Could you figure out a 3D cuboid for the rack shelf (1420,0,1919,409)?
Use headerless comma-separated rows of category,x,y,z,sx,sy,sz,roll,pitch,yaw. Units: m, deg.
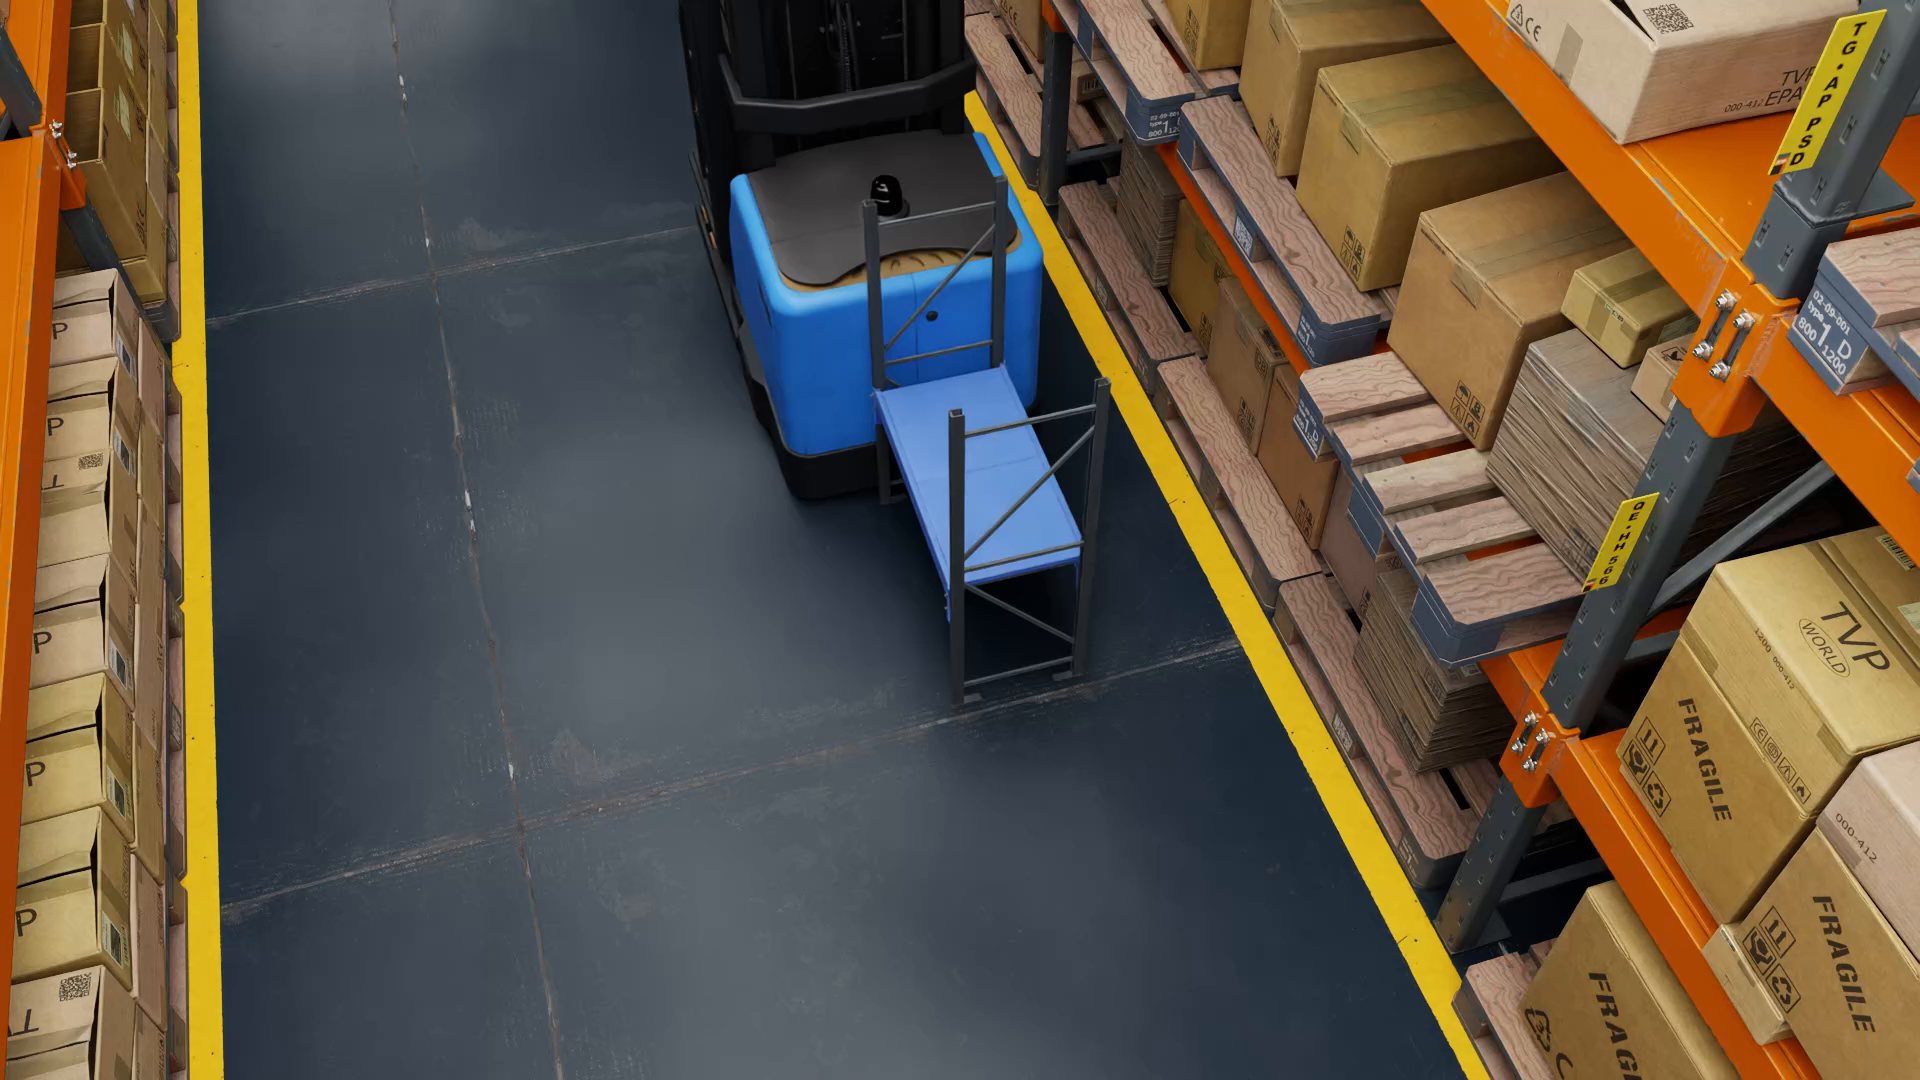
rack shelf,1.459,-1.969,4.746,1.077,0.370,4.000,-13,51,-11

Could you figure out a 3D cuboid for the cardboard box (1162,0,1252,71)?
cardboard box,1.144,-2.079,5.978,0.700,0.500,0.500,-9,50,-7

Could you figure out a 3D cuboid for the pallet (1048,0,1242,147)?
pallet,0.955,-2.042,6.424,1.003,0.211,1.213,-13,51,-11

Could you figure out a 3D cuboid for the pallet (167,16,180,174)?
pallet,-4.423,-2.156,8.219,1.003,0.211,1.213,-13,51,-11

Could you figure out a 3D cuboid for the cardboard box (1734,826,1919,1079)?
cardboard box,2.096,0.890,3.555,0.500,0.500,0.500,-12,51,-10

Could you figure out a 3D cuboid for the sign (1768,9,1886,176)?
sign,1.532,-0.785,2.940,0.100,0.325,0.005,-13,51,-11

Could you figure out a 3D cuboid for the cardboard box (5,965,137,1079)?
cardboard box,-2.555,1.471,4.495,0.500,0.311,0.500,-12,51,-10

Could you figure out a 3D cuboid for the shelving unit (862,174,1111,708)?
shelving unit,0.064,-0.314,5.824,0.538,1.500,1.048,-13,51,-11

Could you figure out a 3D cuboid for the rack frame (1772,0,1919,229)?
rack frame,2.051,-1.707,2.093,1.000,3.000,0.127,-13,51,-11

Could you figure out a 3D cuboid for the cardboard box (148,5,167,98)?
cardboard box,-4.150,-2.325,8.061,0.500,0.250,0.500,-13,51,-11

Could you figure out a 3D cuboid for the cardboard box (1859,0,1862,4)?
cardboard box,2.057,-1.356,3.681,0.500,0.500,0.500,-13,51,-11

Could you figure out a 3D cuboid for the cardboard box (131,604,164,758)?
cardboard box,-3.015,0.532,5.653,0.500,0.250,0.500,-12,51,-10

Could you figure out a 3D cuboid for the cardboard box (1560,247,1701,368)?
cardboard box,1.811,-0.633,4.334,0.380,0.149,0.250,-21,53,-17

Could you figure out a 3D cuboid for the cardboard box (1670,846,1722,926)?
cardboard box,1.993,0.780,4.071,0.380,0.149,0.250,-13,51,-10

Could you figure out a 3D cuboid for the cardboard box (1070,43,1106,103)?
cardboard box,0.681,-2.307,8.088,0.380,0.166,0.250,-19,53,-16

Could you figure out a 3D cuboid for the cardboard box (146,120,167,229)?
cardboard box,-3.854,-1.594,7.446,0.500,0.250,0.500,-13,51,-11

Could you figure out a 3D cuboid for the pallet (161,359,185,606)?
pallet,-3.608,-0.144,6.523,1.003,0.211,1.213,-13,51,-11

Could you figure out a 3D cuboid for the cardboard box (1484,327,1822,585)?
cardboard box,1.902,-0.288,4.468,0.700,0.500,0.500,-19,52,-15

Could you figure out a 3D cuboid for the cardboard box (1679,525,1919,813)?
cardboard box,1.947,0.262,3.594,0.500,0.250,0.500,-12,51,-10

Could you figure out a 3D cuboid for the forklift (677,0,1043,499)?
forklift,-0.588,-2.265,6.532,1.130,2.935,3.031,-13,51,-11

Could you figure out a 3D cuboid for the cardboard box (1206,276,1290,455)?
cardboard box,1.414,-0.749,6.556,0.700,0.500,0.500,-13,51,-11

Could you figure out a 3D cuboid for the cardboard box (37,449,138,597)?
cardboard box,-3.165,-0.027,5.758,0.500,0.311,0.500,-13,51,-11

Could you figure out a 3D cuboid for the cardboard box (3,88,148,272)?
cardboard box,-3.701,-1.472,6.852,0.500,0.500,0.500,-13,51,-11

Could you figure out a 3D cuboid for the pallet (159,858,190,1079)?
pallet,-2.887,1.638,5.020,1.003,0.211,1.213,-13,51,-11

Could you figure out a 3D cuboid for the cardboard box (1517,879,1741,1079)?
cardboard box,2.143,1.351,4.570,0.750,0.750,0.750,-14,51,-11

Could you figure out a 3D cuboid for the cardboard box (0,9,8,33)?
cardboard box,-4.001,-1.927,6.137,0.700,0.500,0.500,-15,51,-12

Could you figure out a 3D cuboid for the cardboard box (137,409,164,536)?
cardboard box,-3.316,-0.214,6.282,0.500,0.250,0.500,-14,51,-12

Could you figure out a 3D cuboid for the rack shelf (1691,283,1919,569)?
rack shelf,2.642,0.953,2.283,1.077,0.370,4.000,-13,51,-11

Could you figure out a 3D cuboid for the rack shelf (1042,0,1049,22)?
rack shelf,0.276,-3.923,8.356,1.077,0.370,4.000,-13,51,-11

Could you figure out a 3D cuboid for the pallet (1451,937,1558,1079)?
pallet,2.212,1.719,4.953,1.003,0.211,1.213,-13,51,-11

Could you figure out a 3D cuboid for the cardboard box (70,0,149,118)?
cardboard box,-3.997,-2.202,7.468,0.500,0.500,0.500,-13,51,-11

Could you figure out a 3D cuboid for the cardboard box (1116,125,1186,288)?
cardboard box,1.101,-1.497,7.187,0.700,0.500,0.500,-12,51,-10

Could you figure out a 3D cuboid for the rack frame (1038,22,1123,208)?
rack frame,0.868,-2.695,6.849,1.000,3.000,0.127,-13,51,-11

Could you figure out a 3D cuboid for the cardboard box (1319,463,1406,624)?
cardboard box,1.747,-0.026,5.947,0.700,0.500,0.500,-13,51,-11

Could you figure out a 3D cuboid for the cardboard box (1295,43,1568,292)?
cardboard box,1.512,-1.193,5.230,0.700,0.500,0.500,-13,51,-11

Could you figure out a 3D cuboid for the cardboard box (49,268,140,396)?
cardboard box,-3.470,-0.771,6.384,0.500,0.311,0.500,-13,51,-11

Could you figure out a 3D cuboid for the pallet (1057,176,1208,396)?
pallet,1.099,-1.227,7.436,1.003,0.211,1.213,-13,51,-11

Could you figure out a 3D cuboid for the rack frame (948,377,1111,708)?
rack frame,0.209,0.058,5.510,0.500,1.500,0.032,-13,51,-11

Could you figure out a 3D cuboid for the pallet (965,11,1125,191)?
pallet,0.635,-2.278,8.322,1.003,0.211,1.213,-13,51,-11

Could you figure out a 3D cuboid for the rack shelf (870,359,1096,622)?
rack shelf,0.064,-0.198,5.961,0.538,0.185,1.000,-13,51,-11

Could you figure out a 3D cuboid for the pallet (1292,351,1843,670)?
pallet,1.738,-0.208,4.878,1.213,0.211,1.003,-13,51,-11

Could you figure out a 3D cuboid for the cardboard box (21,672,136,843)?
cardboard box,-2.867,0.716,5.131,0.500,0.311,0.500,-15,51,-12

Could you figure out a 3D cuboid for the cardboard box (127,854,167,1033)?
cardboard box,-2.704,1.285,5.018,0.500,0.250,0.500,-15,51,-12
